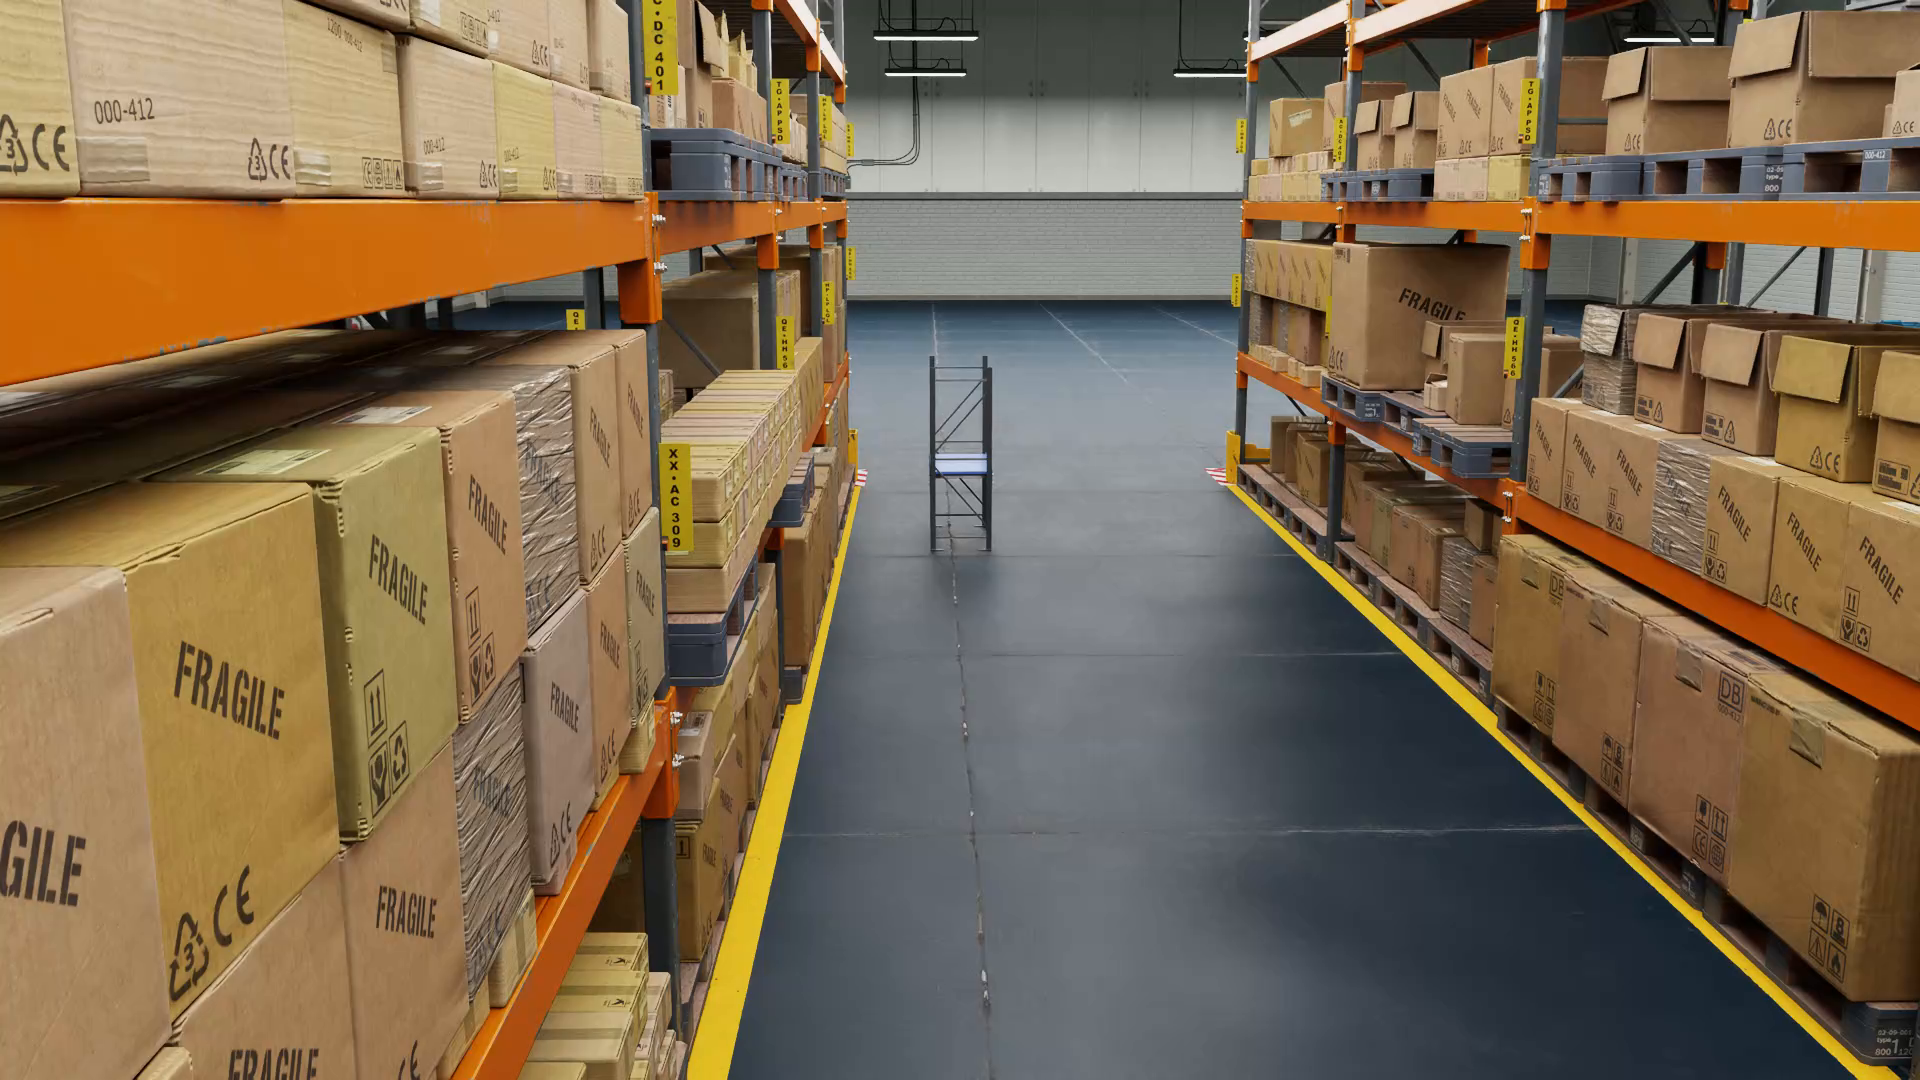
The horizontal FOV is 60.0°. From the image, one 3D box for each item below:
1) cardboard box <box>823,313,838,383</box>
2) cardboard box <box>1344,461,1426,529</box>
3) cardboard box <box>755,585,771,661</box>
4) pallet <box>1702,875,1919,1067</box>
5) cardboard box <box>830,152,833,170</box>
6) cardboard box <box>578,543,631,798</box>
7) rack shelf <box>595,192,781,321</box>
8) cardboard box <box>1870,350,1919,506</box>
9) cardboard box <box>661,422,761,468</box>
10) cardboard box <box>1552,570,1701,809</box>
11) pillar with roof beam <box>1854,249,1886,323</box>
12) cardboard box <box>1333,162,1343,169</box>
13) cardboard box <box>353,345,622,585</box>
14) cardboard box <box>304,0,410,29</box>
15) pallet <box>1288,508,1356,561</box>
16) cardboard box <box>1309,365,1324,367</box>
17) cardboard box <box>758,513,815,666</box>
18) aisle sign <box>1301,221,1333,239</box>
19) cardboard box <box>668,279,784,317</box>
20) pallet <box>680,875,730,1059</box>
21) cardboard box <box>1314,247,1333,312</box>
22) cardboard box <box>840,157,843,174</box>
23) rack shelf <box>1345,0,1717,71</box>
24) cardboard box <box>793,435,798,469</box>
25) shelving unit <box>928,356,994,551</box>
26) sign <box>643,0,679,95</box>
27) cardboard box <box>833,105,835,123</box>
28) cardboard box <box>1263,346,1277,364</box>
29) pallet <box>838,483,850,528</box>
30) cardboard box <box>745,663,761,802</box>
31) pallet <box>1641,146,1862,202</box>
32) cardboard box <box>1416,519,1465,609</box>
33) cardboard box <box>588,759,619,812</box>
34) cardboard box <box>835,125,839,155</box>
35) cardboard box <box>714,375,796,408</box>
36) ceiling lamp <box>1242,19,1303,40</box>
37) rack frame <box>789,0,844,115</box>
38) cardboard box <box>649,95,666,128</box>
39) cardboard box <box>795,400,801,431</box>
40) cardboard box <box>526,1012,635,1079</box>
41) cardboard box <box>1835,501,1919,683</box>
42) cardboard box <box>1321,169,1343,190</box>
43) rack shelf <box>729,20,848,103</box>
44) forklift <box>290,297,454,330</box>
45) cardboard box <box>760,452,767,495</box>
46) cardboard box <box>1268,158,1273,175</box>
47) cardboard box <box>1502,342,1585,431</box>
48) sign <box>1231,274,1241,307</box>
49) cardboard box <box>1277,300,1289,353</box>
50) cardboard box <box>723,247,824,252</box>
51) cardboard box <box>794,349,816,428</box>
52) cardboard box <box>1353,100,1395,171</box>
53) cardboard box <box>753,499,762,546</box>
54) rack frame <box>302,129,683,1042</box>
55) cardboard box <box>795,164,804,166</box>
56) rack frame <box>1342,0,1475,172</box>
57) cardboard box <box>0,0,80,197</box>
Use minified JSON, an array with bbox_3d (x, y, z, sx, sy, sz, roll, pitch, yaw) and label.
[{"bbox_3d":[-1.505,-1.653,14.287,0.875,0.550,0.550,0,11,-1],"label":"cardboard box"},{"bbox_3d":[3.434,-0.350,13.471,0.500,0.500,0.500,-1,11,-3],"label":"cardboard box"},{"bbox_3d":[-1.178,0.393,7.924,0.500,0.250,0.500,0,11,0],"label":"cardboard box"},{"bbox_3d":[3.477,1.514,6.065,1.003,0.211,1.213,0,11,-1],"label":"pallet"},{"bbox_3d":[-1.242,-3.116,13.653,0.380,0.149,0.250,0,11,-2],"label":"cardboard box"},{"bbox_3d":[-1.091,0.304,4.015,0.500,0.500,0.500,-1,11,-3],"label":"cardboard box"},{"bbox_3d":[-1.434,-1.214,6.765,1.077,0.370,4.000,0,11,-1],"label":"rack shelf"},{"bbox_3d":[3.547,-0.367,5.549,0.797,0.503,0.637,-1,11,-3],"label":"cardboard box"},{"bbox_3d":[-0.964,-0.360,6.371,0.380,0.149,0.250,0,11,-2],"label":"cardboard box"},{"bbox_3d":[3.489,0.655,7.572,1.225,0.875,0.875,0,11,-1],"label":"cardboard box"},{"bbox_3d":[14.380,-8.511,33.377,9.100,9.000,0.548,0,11,-1],"label":"pillar with roof beam"},{"bbox_3d":[3.107,-2.945,12.861,0.380,0.149,0.250,0,11,1],"label":"cardboard box"},{"bbox_3d":[-1.097,-0.189,3.931,0.500,0.500,0.500,-1,11,-3],"label":"cardboard box"},{"bbox_3d":[-1.070,-0.838,2.222,0.500,0.250,0.500,0,11,0],"label":"cardboard box"},{"bbox_3d":[3.353,-0.056,13.806,1.003,0.211,1.213,0,11,-1],"label":"pallet"},{"bbox_3d":[3.174,-1.407,14.083,0.380,0.149,0.250,0,11,-1],"label":"cardboard box"},{"bbox_3d":[-1.398,0.281,9.732,1.050,0.750,0.750,0,11,-2],"label":"cardboard box"},{"bbox_3d":[3.619,-3.372,16.599,0.394,0.787,0.004,0,11,-1],"label":"aisle sign"},{"bbox_3d":[-1.510,-1.427,10.781,0.700,0.500,0.500,0,11,-2],"label":"cardboard box"},{"bbox_3d":[-1.411,1.513,6.072,1.003,0.211,1.213,0,11,-1],"label":"pallet"},{"bbox_3d":[3.118,-2.063,13.168,0.500,0.500,0.500,0,11,-1],"label":"cardboard box"},{"bbox_3d":[-1.280,-3.470,15.400,0.380,0.149,0.250,0,11,-1],"label":"cardboard box"},{"bbox_3d":[3.444,-3.284,10.427,1.077,0.370,4.000,0,11,-1],"label":"rack shelf"},{"bbox_3d":[-1.003,-0.431,8.217,0.380,0.149,0.250,0,11,-1],"label":"cardboard box"},{"bbox_3d":[-0.002,-0.752,13.994,0.538,1.500,1.048,0,11,-1],"label":"shelving unit"},{"bbox_3d":[-0.851,-1.426,4.701,0.100,0.325,0.005,0,11,-1],"label":"sign"},{"bbox_3d":[-1.254,-3.609,14.077,0.380,0.149,0.250,0,11,-1],"label":"cardboard box"},{"bbox_3d":[3.090,-1.755,15.797,0.380,0.149,0.250,0,11,-1],"label":"cardboard box"},{"bbox_3d":[-1.524,-0.317,15.093,1.003,0.211,1.213,0,11,-1],"label":"pallet"},{"bbox_3d":[-1.167,0.863,7.492,0.500,0.500,0.500,-1,11,-4],"label":"cardboard box"},{"bbox_3d":[3.578,-1.522,6.948,1.003,0.211,1.213,0,11,1],"label":"pallet"},{"bbox_3d":[3.409,0.159,10.912,0.700,0.500,0.500,1,11,4],"label":"cardboard box"},{"bbox_3d":[-1.093,0.584,4.268,0.380,0.149,0.250,0,11,1],"label":"cardboard box"},{"bbox_3d":[-1.323,-3.486,14.475,0.500,0.250,0.500,0,11,-1],"label":"cardboard box"},{"bbox_3d":[-1.004,-0.723,8.158,0.380,0.149,0.250,0,11,-2],"label":"cardboard box"},{"bbox_3d":[6.406,-11.145,31.680,2.000,3.185,0.800,0,11,-1],"label":"ceiling lamp"},{"bbox_3d":[-1.641,-5.025,16.193,1.000,3.000,0.127,0,11,-1],"label":"rack frame"},{"bbox_3d":[-1.291,-1.500,5.055,0.700,0.500,0.500,0,11,-1],"label":"cardboard box"},{"bbox_3d":[-1.010,-0.626,8.430,0.380,0.149,0.250,0,11,0],"label":"cardboard box"},{"bbox_3d":[-1.068,1.370,4.378,0.380,0.149,0.250,0,11,-2],"label":"cardboard box"},{"bbox_3d":[3.285,0.160,5.476,0.500,0.500,0.500,0,11,-1],"label":"cardboard box"},{"bbox_3d":[3.132,-2.776,13.030,0.500,0.250,0.500,0,11,1],"label":"cardboard box"},{"bbox_3d":[-1.600,-4.079,14.345,1.077,0.370,4.000,0,11,-1],"label":"rack shelf"},{"bbox_3d":[-3.581,-0.718,10.226,1.130,2.935,3.031,-1,11,-4],"label":"forklift"},{"bbox_3d":[-0.973,-0.269,6.666,0.380,0.149,0.250,0,11,-2],"label":"cardboard box"},{"bbox_3d":[3.066,-3.465,15.424,0.380,0.149,0.250,0,11,1],"label":"cardboard box"},{"bbox_3d":[3.434,-0.857,9.429,0.500,0.500,0.500,-2,12,-8],"label":"cardboard box"},{"bbox_3d":[2.778,-2.507,16.694,0.100,0.325,0.005,0,11,-1],"label":"sign"},{"bbox_3d":[3.401,-1.972,15.234,0.875,0.500,0.500,0,11,-1],"label":"cardboard box"},{"bbox_3d":[-1.693,-2.393,15.215,0.875,0.550,0.550,0,11,-1],"label":"cardboard box"},{"bbox_3d":[-1.259,-1.035,11.364,0.500,0.500,0.500,0,11,-1],"label":"cardboard box"},{"bbox_3d":[3.313,-2.922,12.059,0.797,0.503,0.637,-1,11,-4],"label":"cardboard box"},{"bbox_3d":[-0.964,-0.067,6.422,0.380,0.149,0.250,-1,11,-4],"label":"cardboard box"},{"bbox_3d":[-1.393,0.301,5.032,1.000,3.000,0.127,0,11,-1],"label":"rack frame"},{"bbox_3d":[-1.384,-2.801,11.846,0.500,0.250,0.500,0,11,-1],"label":"cardboard box"},{"bbox_3d":[3.403,-4.230,12.275,1.000,3.000,0.127,0,11,-1],"label":"rack frame"},{"bbox_3d":[-1.064,-0.391,1.274,0.500,0.250,0.500,0,11,1],"label":"cardboard box"}]
